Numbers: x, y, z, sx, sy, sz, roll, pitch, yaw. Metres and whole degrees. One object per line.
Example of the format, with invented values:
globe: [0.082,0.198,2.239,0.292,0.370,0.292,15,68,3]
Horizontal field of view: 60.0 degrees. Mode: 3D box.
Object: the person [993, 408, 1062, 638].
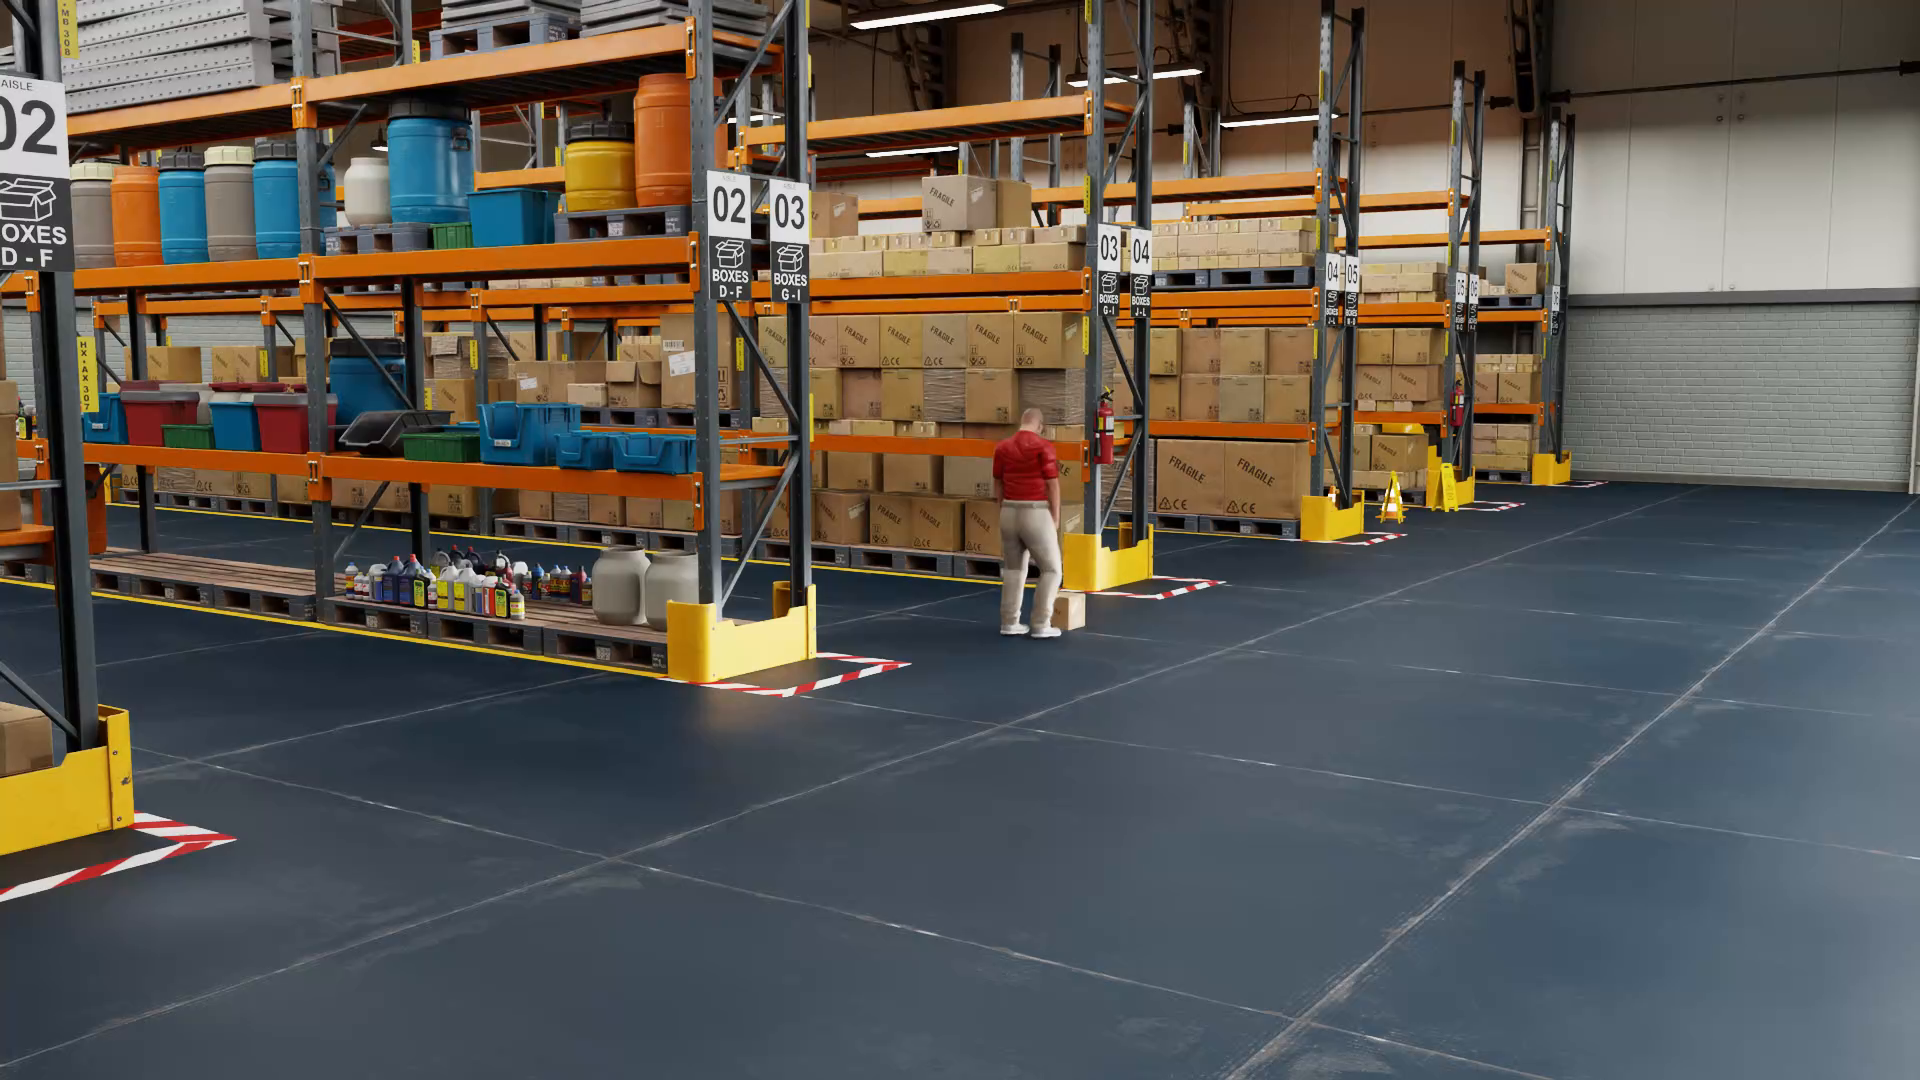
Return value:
person: [0.487,-0.124,12.236,0.553,1.687,0.410,4,8,35]
